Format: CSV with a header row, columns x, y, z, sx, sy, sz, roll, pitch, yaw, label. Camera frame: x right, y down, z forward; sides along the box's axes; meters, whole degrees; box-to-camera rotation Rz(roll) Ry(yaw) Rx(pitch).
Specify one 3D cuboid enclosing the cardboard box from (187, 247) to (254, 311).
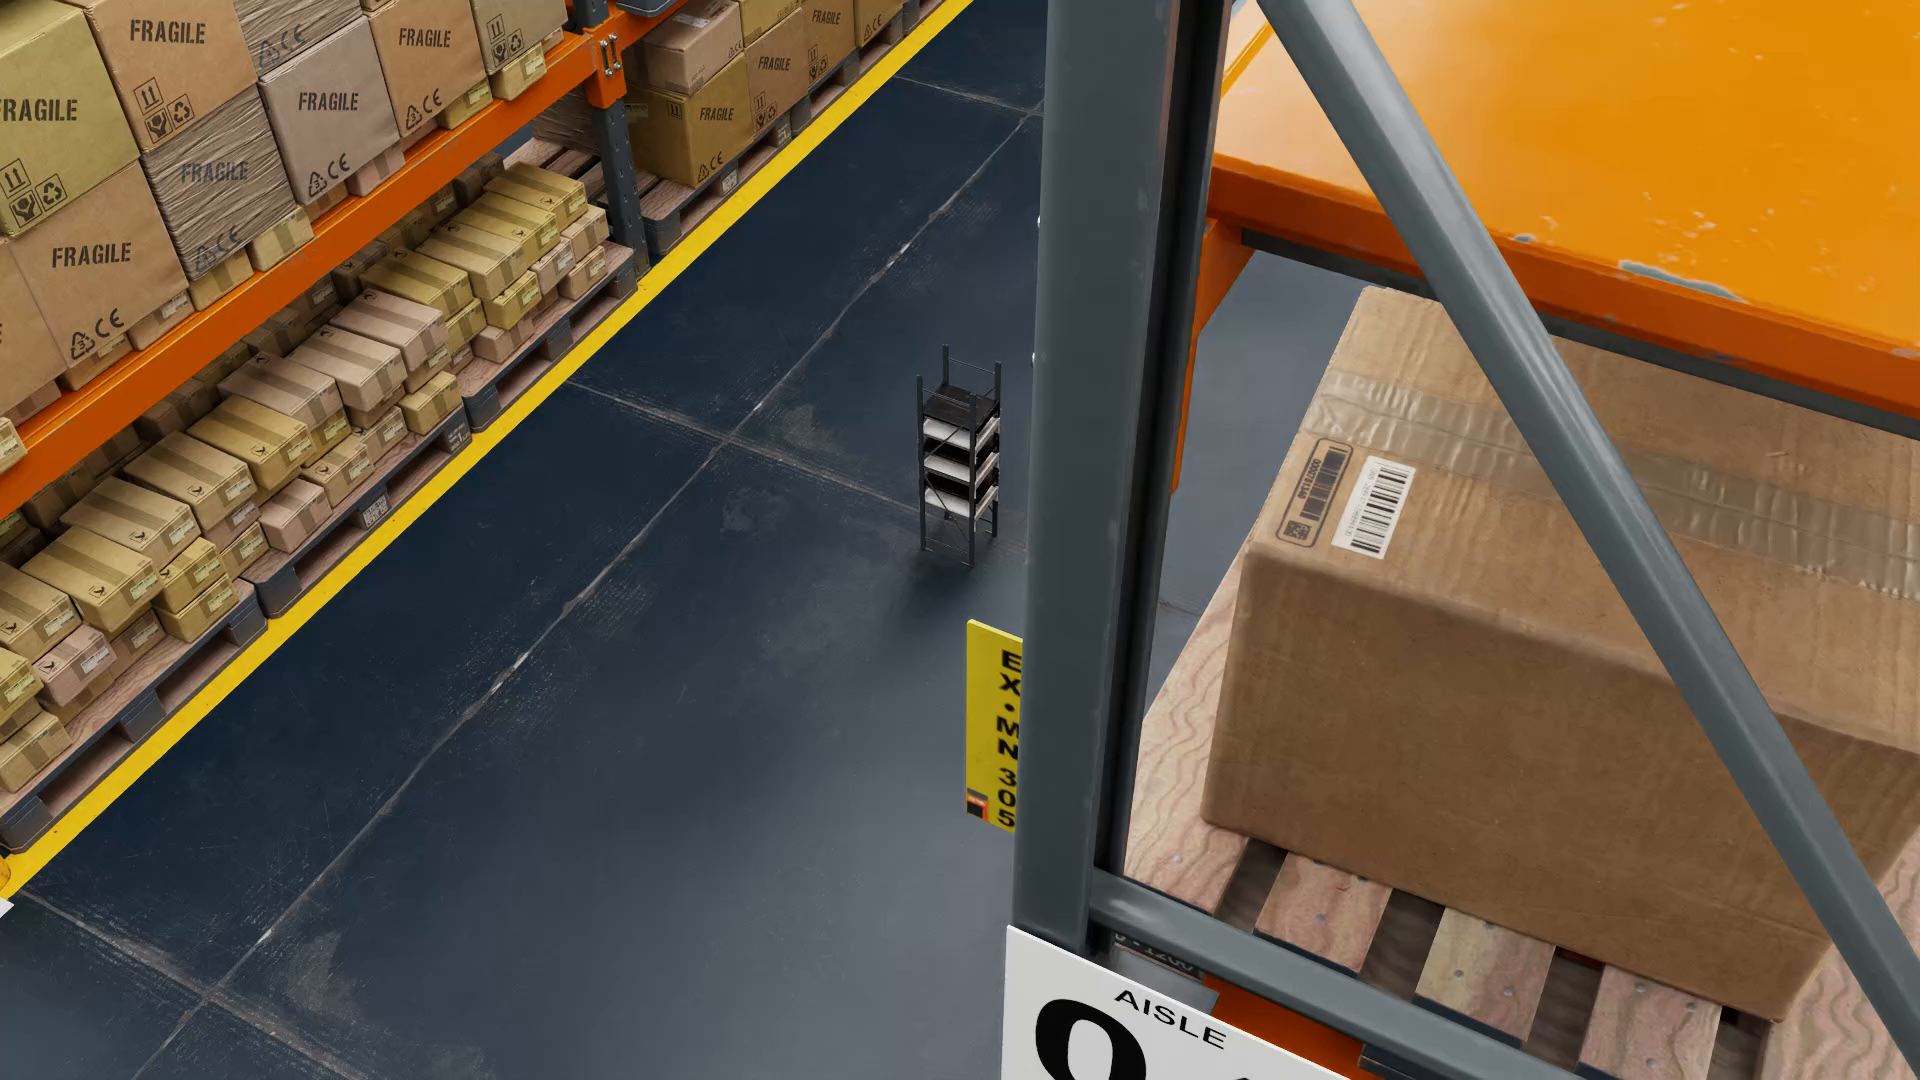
x,y,z,sx,sy,sz,roll,pitch,yaw,label
-2.700,-0.972,5.779,0.380,0.149,0.250,22,49,20,cardboard box

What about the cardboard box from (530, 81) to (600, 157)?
x,y,z,sx,sy,sz,roll,pitch,yaw,label
-1.843,-2.303,8.380,0.500,0.500,0.500,20,49,18,cardboard box

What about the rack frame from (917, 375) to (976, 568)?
x,y,z,sx,sy,sz,roll,pitch,yaw,label
-0.051,-0.247,6.362,0.240,0.900,0.006,20,49,19,rack frame

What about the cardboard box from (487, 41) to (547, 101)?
x,y,z,sx,sy,sz,roll,pitch,yaw,label
-1.911,-1.941,6.736,0.380,0.149,0.250,19,48,18,cardboard box

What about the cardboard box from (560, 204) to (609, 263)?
x,y,z,sx,sy,sz,roll,pitch,yaw,label
-1.828,-1.432,7.556,0.380,0.149,0.250,21,49,20,cardboard box

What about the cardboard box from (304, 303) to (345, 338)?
x,y,z,sx,sy,sz,roll,pitch,yaw,label
-2.810,-0.923,7.054,0.380,0.149,0.250,23,50,21,cardboard box

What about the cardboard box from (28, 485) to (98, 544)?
x,y,z,sx,sy,sz,roll,pitch,yaw,label
-3.372,-0.105,6.245,0.380,0.149,0.250,20,49,19,cardboard box

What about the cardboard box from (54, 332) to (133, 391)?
x,y,z,sx,sy,sz,roll,pitch,yaw,label
-2.979,-0.670,5.480,0.380,0.149,0.250,20,49,19,cardboard box

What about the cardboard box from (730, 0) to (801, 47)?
x,y,z,sx,sy,sz,roll,pitch,yaw,label
-1.141,-2.732,8.276,0.500,0.250,0.500,22,49,20,cardboard box

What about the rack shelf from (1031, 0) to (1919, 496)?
x,y,z,sx,sy,sz,roll,pitch,yaw,label
1.455,-1.239,2.435,1.077,0.370,4.000,20,49,19,rack shelf

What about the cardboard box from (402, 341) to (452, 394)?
x,y,z,sx,sy,sz,roll,pitch,yaw,label
-2.355,-0.790,6.922,0.380,0.149,0.250,22,49,20,cardboard box

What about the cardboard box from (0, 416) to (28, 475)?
x,y,z,sx,sy,sz,roll,pitch,yaw,label
-3.126,-0.299,5.113,0.380,0.149,0.250,19,48,18,cardboard box

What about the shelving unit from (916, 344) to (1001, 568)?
x,y,z,sx,sy,sz,roll,pitch,yaw,label
-0.004,-0.311,6.425,0.258,0.900,0.210,20,49,19,shelving unit

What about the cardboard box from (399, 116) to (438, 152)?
x,y,z,sx,sy,sz,roll,pitch,yaw,label
-2.269,-1.653,6.451,0.380,0.149,0.250,19,48,18,cardboard box

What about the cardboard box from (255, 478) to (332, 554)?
x,y,z,sx,sy,sz,roll,pitch,yaw,label
-2.693,-0.131,6.480,0.380,0.149,0.250,18,48,17,cardboard box

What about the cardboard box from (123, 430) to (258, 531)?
x,y,z,sx,sy,sz,roll,pitch,yaw,label
-2.845,-0.223,6.152,0.380,0.149,0.250,22,49,21,cardboard box

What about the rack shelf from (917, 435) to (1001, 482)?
x,y,z,sx,sy,sz,roll,pitch,yaw,label
-0.004,-0.351,6.385,0.258,0.077,0.200,20,49,19,rack shelf

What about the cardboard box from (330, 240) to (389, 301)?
x,y,z,sx,sy,sz,roll,pitch,yaw,label
-2.662,-1.190,7.108,0.380,0.149,0.250,19,48,18,cardboard box

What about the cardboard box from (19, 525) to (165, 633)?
x,y,z,sx,sy,sz,roll,pitch,yaw,label
-3.024,0.132,5.801,0.380,0.149,0.250,20,49,19,cardboard box

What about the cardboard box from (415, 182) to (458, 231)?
x,y,z,sx,sy,sz,roll,pitch,yaw,label
-2.487,-1.537,7.451,0.380,0.149,0.250,23,50,21,cardboard box

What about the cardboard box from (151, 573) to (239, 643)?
x,y,z,sx,sy,sz,roll,pitch,yaw,label
-2.919,0.189,6.163,0.380,0.149,0.250,21,49,20,cardboard box

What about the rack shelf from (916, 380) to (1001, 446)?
x,y,z,sx,sy,sz,roll,pitch,yaw,label
-0.004,-0.478,6.257,0.258,0.077,0.200,20,49,19,rack shelf

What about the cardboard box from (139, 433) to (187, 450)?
x,y,z,sx,sy,sz,roll,pitch,yaw,label
-3.224,-0.456,6.591,0.380,0.149,0.250,23,50,21,cardboard box

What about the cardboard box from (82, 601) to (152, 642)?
x,y,z,sx,sy,sz,roll,pitch,yaw,label
-3.137,0.202,5.941,0.380,0.149,0.250,21,49,20,cardboard box

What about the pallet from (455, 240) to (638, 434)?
x,y,z,sx,sy,sz,roll,pitch,yaw,label
-2.244,-1.070,7.659,1.003,0.211,1.213,20,49,19,pallet

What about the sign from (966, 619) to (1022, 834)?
x,y,z,sx,sy,sz,roll,pitch,yaw,label
0.052,0.210,1.757,0.100,0.325,0.005,20,49,19,sign

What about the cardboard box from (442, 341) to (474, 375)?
x,y,z,sx,sy,sz,roll,pitch,yaw,label
-2.334,-0.821,7.162,0.380,0.149,0.250,19,48,18,cardboard box

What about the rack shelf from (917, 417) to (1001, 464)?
x,y,z,sx,sy,sz,roll,pitch,yaw,label
-0.004,-0.414,6.321,0.258,0.077,0.200,20,49,19,rack shelf

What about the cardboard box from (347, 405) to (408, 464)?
x,y,z,sx,sy,sz,roll,pitch,yaw,label
-2.504,-0.477,6.821,0.380,0.149,0.250,21,49,20,cardboard box

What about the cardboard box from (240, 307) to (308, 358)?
x,y,z,sx,sy,sz,roll,pitch,yaw,label
-2.905,-0.857,6.779,0.380,0.149,0.250,19,48,17,cardboard box

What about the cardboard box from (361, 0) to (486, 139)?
x,y,z,sx,sy,sz,roll,pitch,yaw,label
-2.180,-1.900,6.239,0.500,0.500,0.500,19,48,18,cardboard box

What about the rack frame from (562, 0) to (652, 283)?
x,y,z,sx,sy,sz,roll,pitch,yaw,label
-1.963,-2.485,7.097,1.000,3.000,0.127,20,49,19,rack frame

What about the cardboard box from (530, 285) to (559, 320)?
x,y,z,sx,sy,sz,roll,pitch,yaw,label
-2.038,-1.135,7.472,0.380,0.149,0.250,22,49,20,cardboard box

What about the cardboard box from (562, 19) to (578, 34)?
x,y,z,sx,sy,sz,roll,pitch,yaw,label
-1.841,-2.570,8.116,0.500,0.250,0.500,19,48,18,cardboard box

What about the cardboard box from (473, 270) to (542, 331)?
x,y,z,sx,sy,sz,roll,pitch,yaw,label
-2.051,-1.083,7.211,0.380,0.149,0.250,19,48,18,cardboard box

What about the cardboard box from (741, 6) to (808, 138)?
x,y,z,sx,sy,sz,roll,pitch,yaw,label
-1.141,-2.466,8.540,0.500,0.500,0.500,23,50,21,cardboard box

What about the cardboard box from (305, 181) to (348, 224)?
x,y,z,sx,sy,sz,roll,pitch,yaw,label
-2.495,-1.315,6.117,0.380,0.149,0.250,20,49,18,cardboard box

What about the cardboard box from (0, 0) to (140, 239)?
x,y,z,sx,sy,sz,roll,pitch,yaw,label
-2.887,-1.292,4.935,0.500,0.500,0.500,19,48,18,cardboard box

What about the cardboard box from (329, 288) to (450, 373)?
x,y,z,sx,sy,sz,roll,pitch,yaw,label
-2.324,-0.858,6.779,0.380,0.149,0.250,18,48,17,cardboard box

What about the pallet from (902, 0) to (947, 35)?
x,y,z,sx,sy,sz,roll,pitch,yaw,label
-0.470,-3.533,10.093,1.003,0.211,1.213,20,49,19,pallet

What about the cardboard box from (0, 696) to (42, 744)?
x,y,z,sx,sy,sz,roll,pitch,yaw,label
-3.349,0.539,5.608,0.380,0.149,0.250,22,49,21,cardboard box

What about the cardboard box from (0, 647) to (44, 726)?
x,y,z,sx,sy,sz,roll,pitch,yaw,label
-3.276,0.462,5.475,0.380,0.149,0.250,18,48,17,cardboard box

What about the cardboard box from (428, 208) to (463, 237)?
x,y,z,sx,sy,sz,roll,pitch,yaw,label
-2.453,-1.423,7.548,0.380,0.149,0.250,21,49,19,cardboard box

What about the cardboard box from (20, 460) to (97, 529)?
x,y,z,sx,sy,sz,roll,pitch,yaw,label
-3.447,-0.224,6.153,0.380,0.149,0.250,19,48,18,cardboard box

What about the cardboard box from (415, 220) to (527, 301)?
x,y,z,sx,sy,sz,roll,pitch,yaw,label
-2.090,-1.196,7.114,0.380,0.149,0.250,20,49,19,cardboard box

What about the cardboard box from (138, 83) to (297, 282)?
x,y,z,sx,sy,sz,roll,pitch,yaw,label
-2.671,-1.270,5.616,0.500,0.500,0.500,19,48,18,cardboard box

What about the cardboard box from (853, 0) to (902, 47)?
x,y,z,sx,sy,sz,roll,pitch,yaw,label
-0.656,-3.109,9.176,0.500,0.500,0.500,18,48,17,cardboard box

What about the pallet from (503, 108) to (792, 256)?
x,y,z,sx,sy,sz,roll,pitch,yaw,label
-1.603,-1.996,8.574,1.003,0.211,1.213,20,49,19,pallet

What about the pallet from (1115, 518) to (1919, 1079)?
x,y,z,sx,sy,sz,roll,pitch,yaw,label
0.861,0.242,2.355,1.003,0.211,1.213,20,49,19,pallet

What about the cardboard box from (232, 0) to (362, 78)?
x,y,z,sx,sy,sz,roll,pitch,yaw,label
-2.427,-1.946,5.582,0.500,0.500,0.500,22,49,20,cardboard box

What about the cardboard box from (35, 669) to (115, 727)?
x,y,z,sx,sy,sz,roll,pitch,yaw,label
-3.244,0.473,5.883,0.380,0.149,0.250,20,49,19,cardboard box

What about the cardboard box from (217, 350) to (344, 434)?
x,y,z,sx,sy,sz,roll,pitch,yaw,label
-2.650,-0.563,6.489,0.380,0.149,0.250,21,49,19,cardboard box

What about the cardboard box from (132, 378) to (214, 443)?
x,y,z,sx,sy,sz,roll,pitch,yaw,label
-3.151,-0.541,6.466,0.380,0.149,0.250,19,48,18,cardboard box

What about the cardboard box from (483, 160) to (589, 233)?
x,y,z,sx,sy,sz,roll,pitch,yaw,label
-1.898,-1.530,7.444,0.380,0.149,0.250,22,49,20,cardboard box

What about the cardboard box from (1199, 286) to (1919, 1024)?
x,y,z,sx,sy,sz,roll,pitch,yaw,label
0.720,0.118,1.979,0.700,0.500,0.500,18,48,17,cardboard box

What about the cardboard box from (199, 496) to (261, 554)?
x,y,z,sx,sy,sz,roll,pitch,yaw,label
-2.883,-0.122,6.262,0.380,0.149,0.250,18,48,17,cardboard box

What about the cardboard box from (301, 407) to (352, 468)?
x,y,z,sx,sy,sz,roll,pitch,yaw,label
-2.659,-0.474,6.609,0.380,0.149,0.250,23,50,21,cardboard box

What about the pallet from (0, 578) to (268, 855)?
x,y,z,sx,sy,sz,roll,pitch,yaw,label
-3.376,0.467,6.140,1.003,0.211,1.213,20,49,19,pallet

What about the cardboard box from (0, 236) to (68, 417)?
x,y,z,sx,sy,sz,roll,pitch,yaw,label
-3.141,-0.642,4.996,0.500,0.500,0.500,21,49,19,cardboard box

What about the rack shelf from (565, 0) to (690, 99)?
x,y,z,sx,sy,sz,roll,pitch,yaw,label
-1.035,-3.492,8.598,1.077,0.370,4.000,20,49,19,rack shelf
